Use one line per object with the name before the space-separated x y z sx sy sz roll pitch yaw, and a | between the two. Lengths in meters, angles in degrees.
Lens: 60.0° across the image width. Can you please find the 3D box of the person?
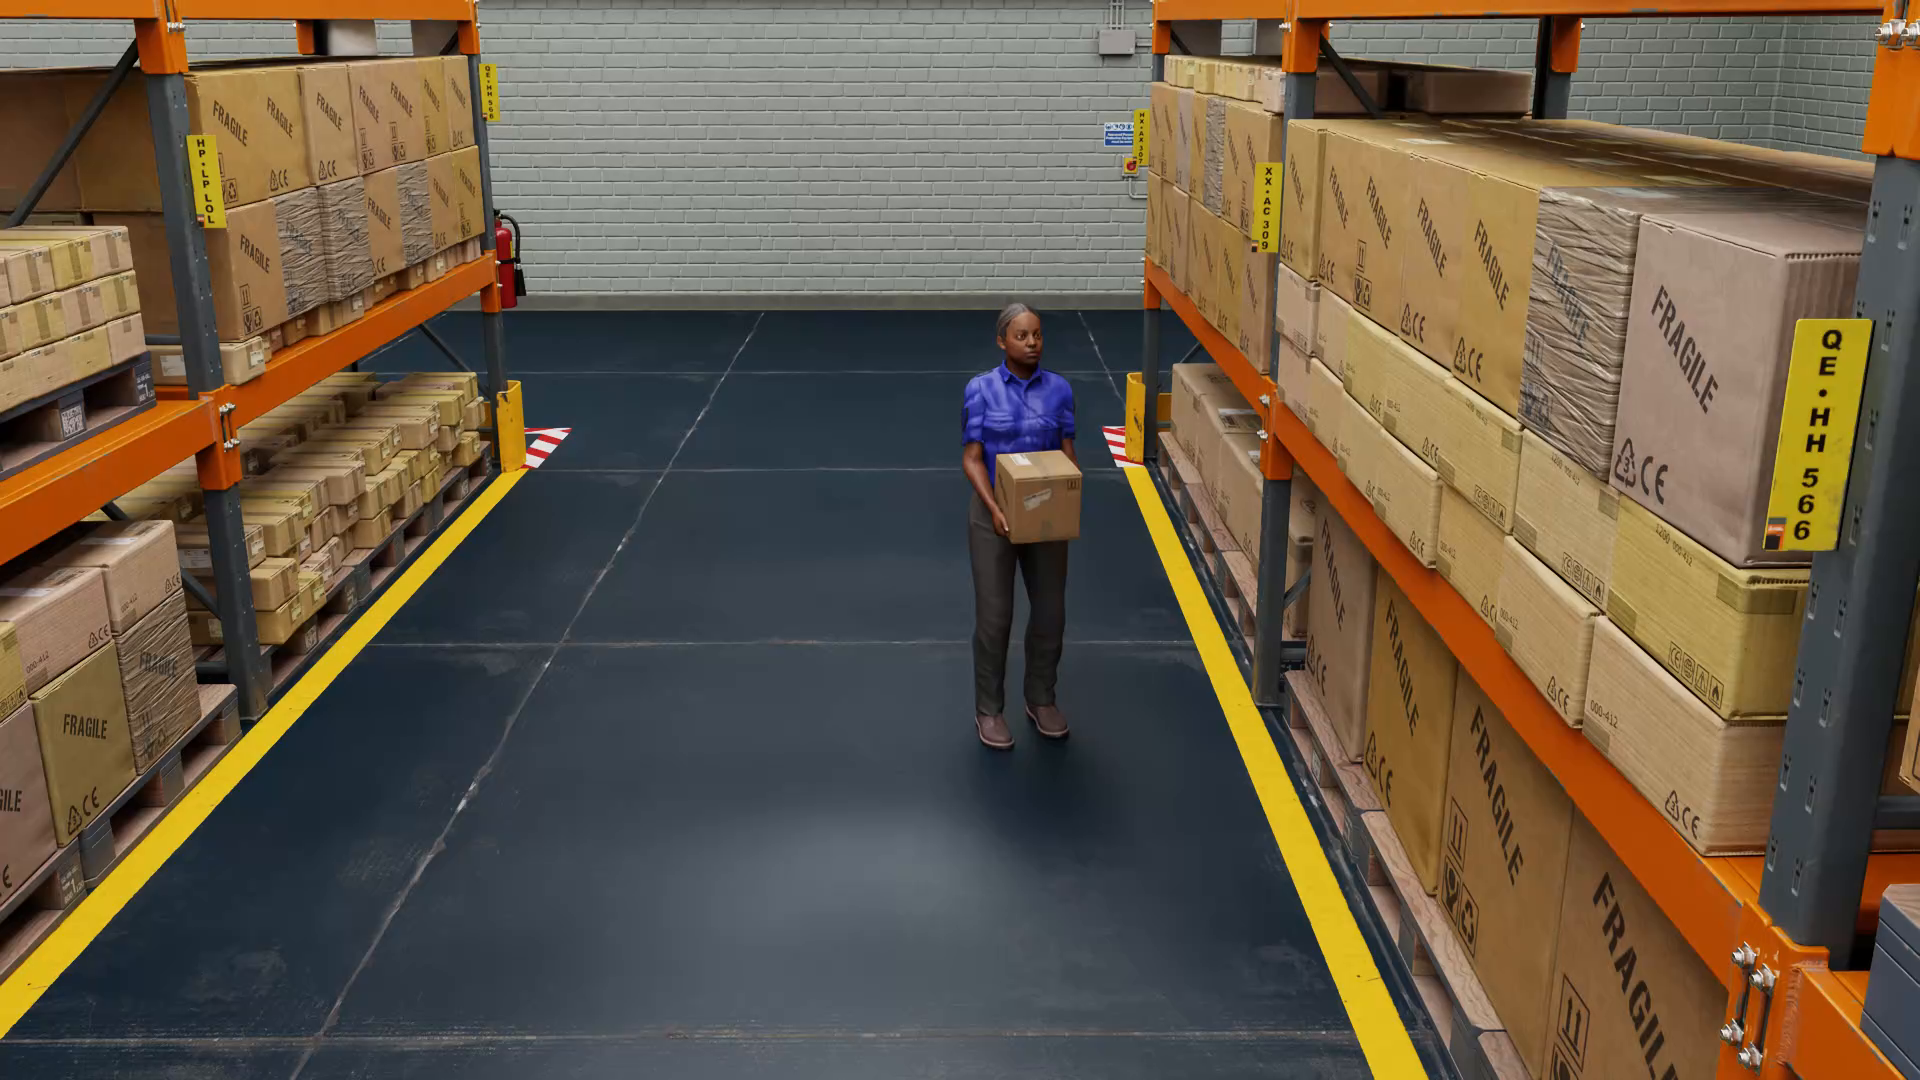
person | 0.237 -0.040 6.199 0.449 1.645 0.521 -4 18 -14
